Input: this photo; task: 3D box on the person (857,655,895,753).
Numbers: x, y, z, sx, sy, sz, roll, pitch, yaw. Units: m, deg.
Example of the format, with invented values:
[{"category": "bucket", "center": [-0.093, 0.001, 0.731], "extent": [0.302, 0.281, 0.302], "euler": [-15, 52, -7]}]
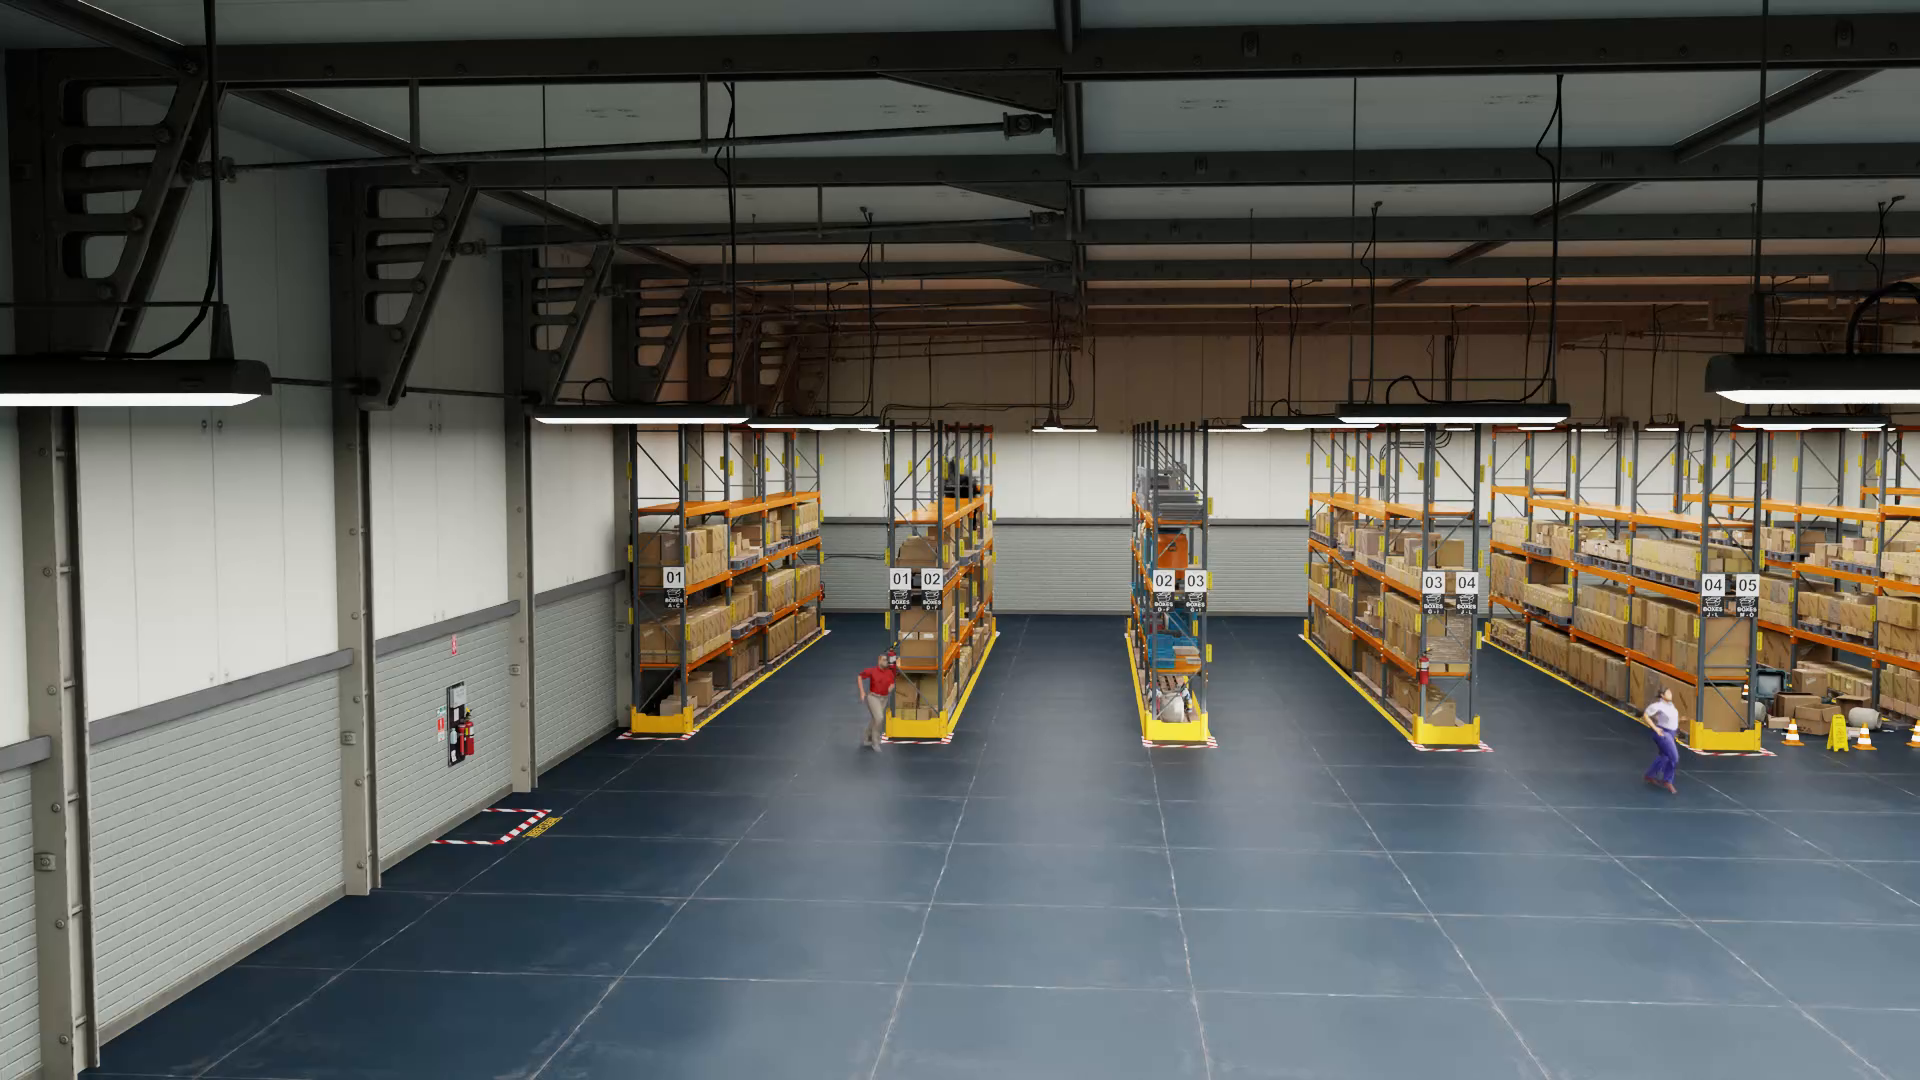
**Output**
[{"category": "person", "center": [-1.488, 2.958, 30.387], "extent": [0.677, 1.729, 0.793], "euler": [-3, 5, -40]}]

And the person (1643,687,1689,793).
[{"category": "person", "center": [11.371, 3.221, 26.804], "extent": [0.685, 1.691, 0.584], "euler": [4, 5, 44]}]
